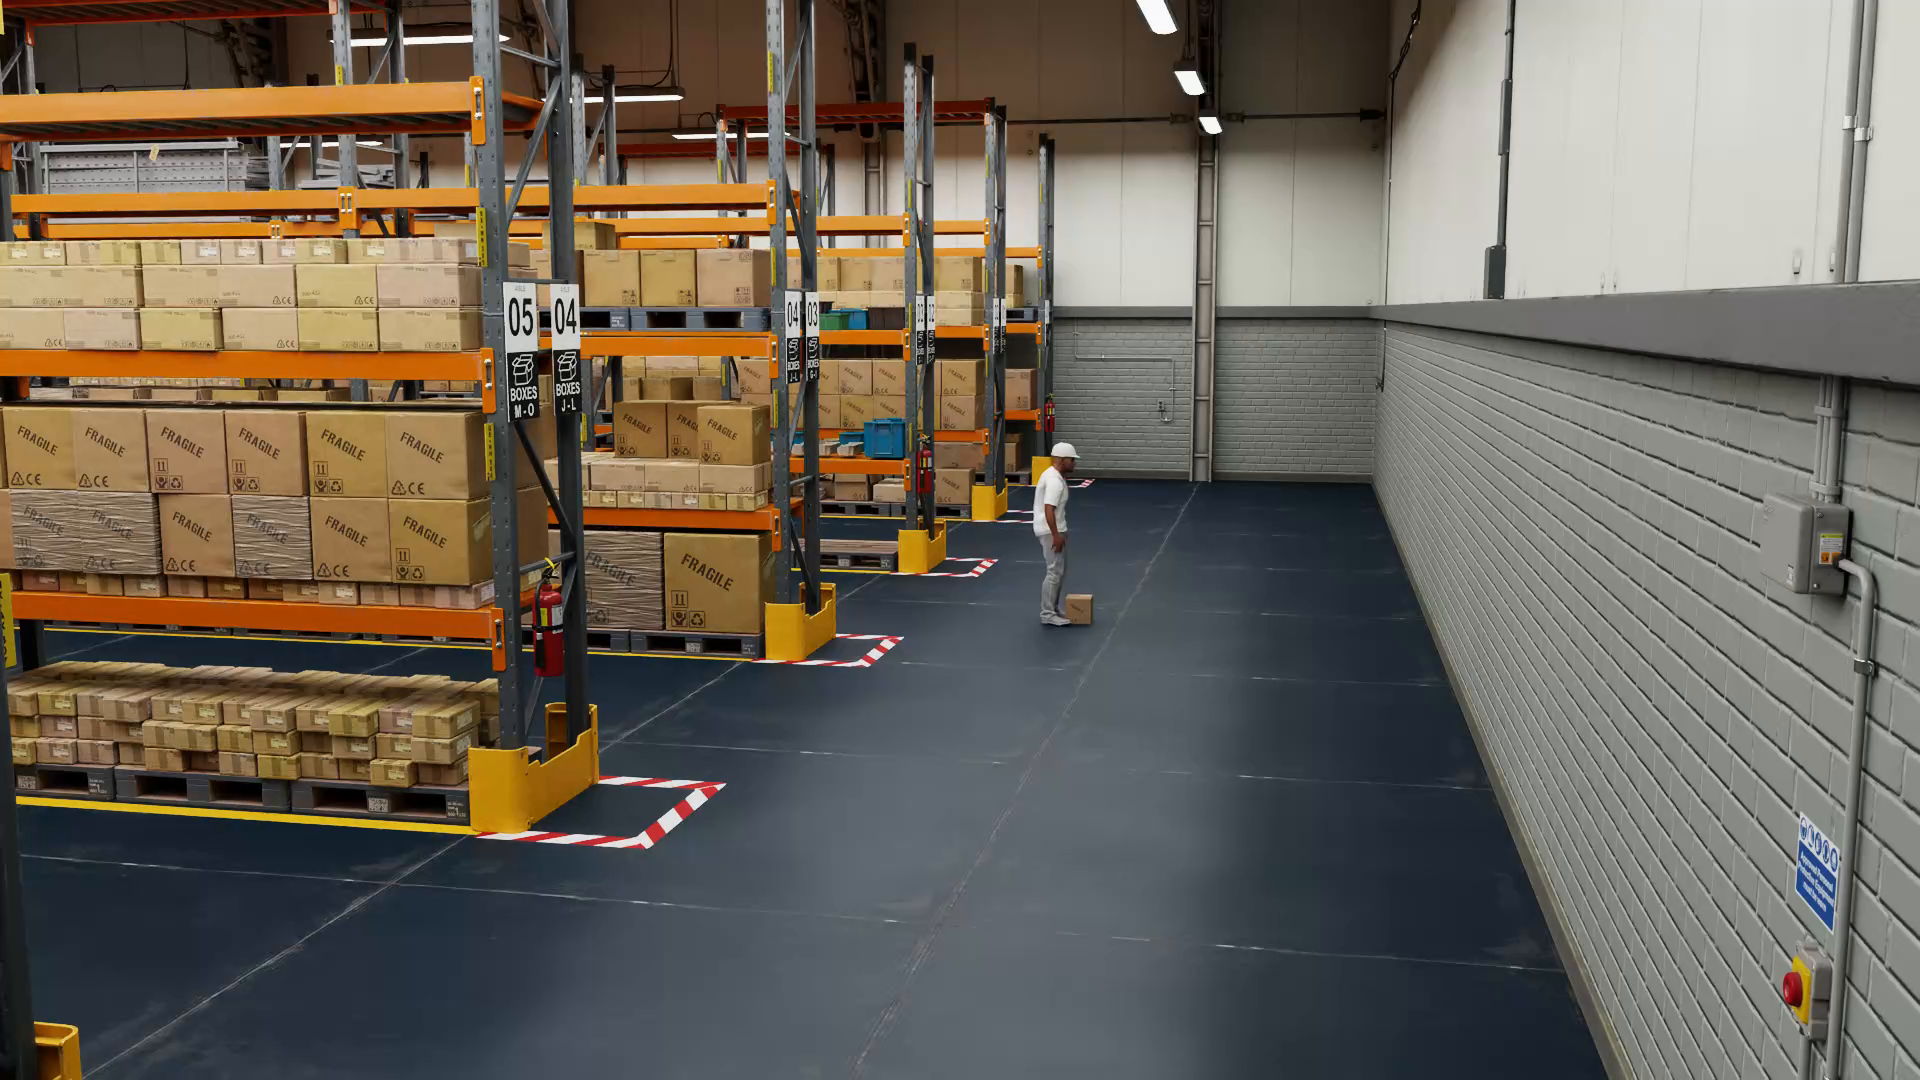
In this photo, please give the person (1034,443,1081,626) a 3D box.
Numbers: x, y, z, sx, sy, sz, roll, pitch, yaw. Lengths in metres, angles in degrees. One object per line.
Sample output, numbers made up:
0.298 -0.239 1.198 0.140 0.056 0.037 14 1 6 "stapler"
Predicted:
0.949 -0.074 16.274 0.456 1.761 0.637 1 8 9 "person"
